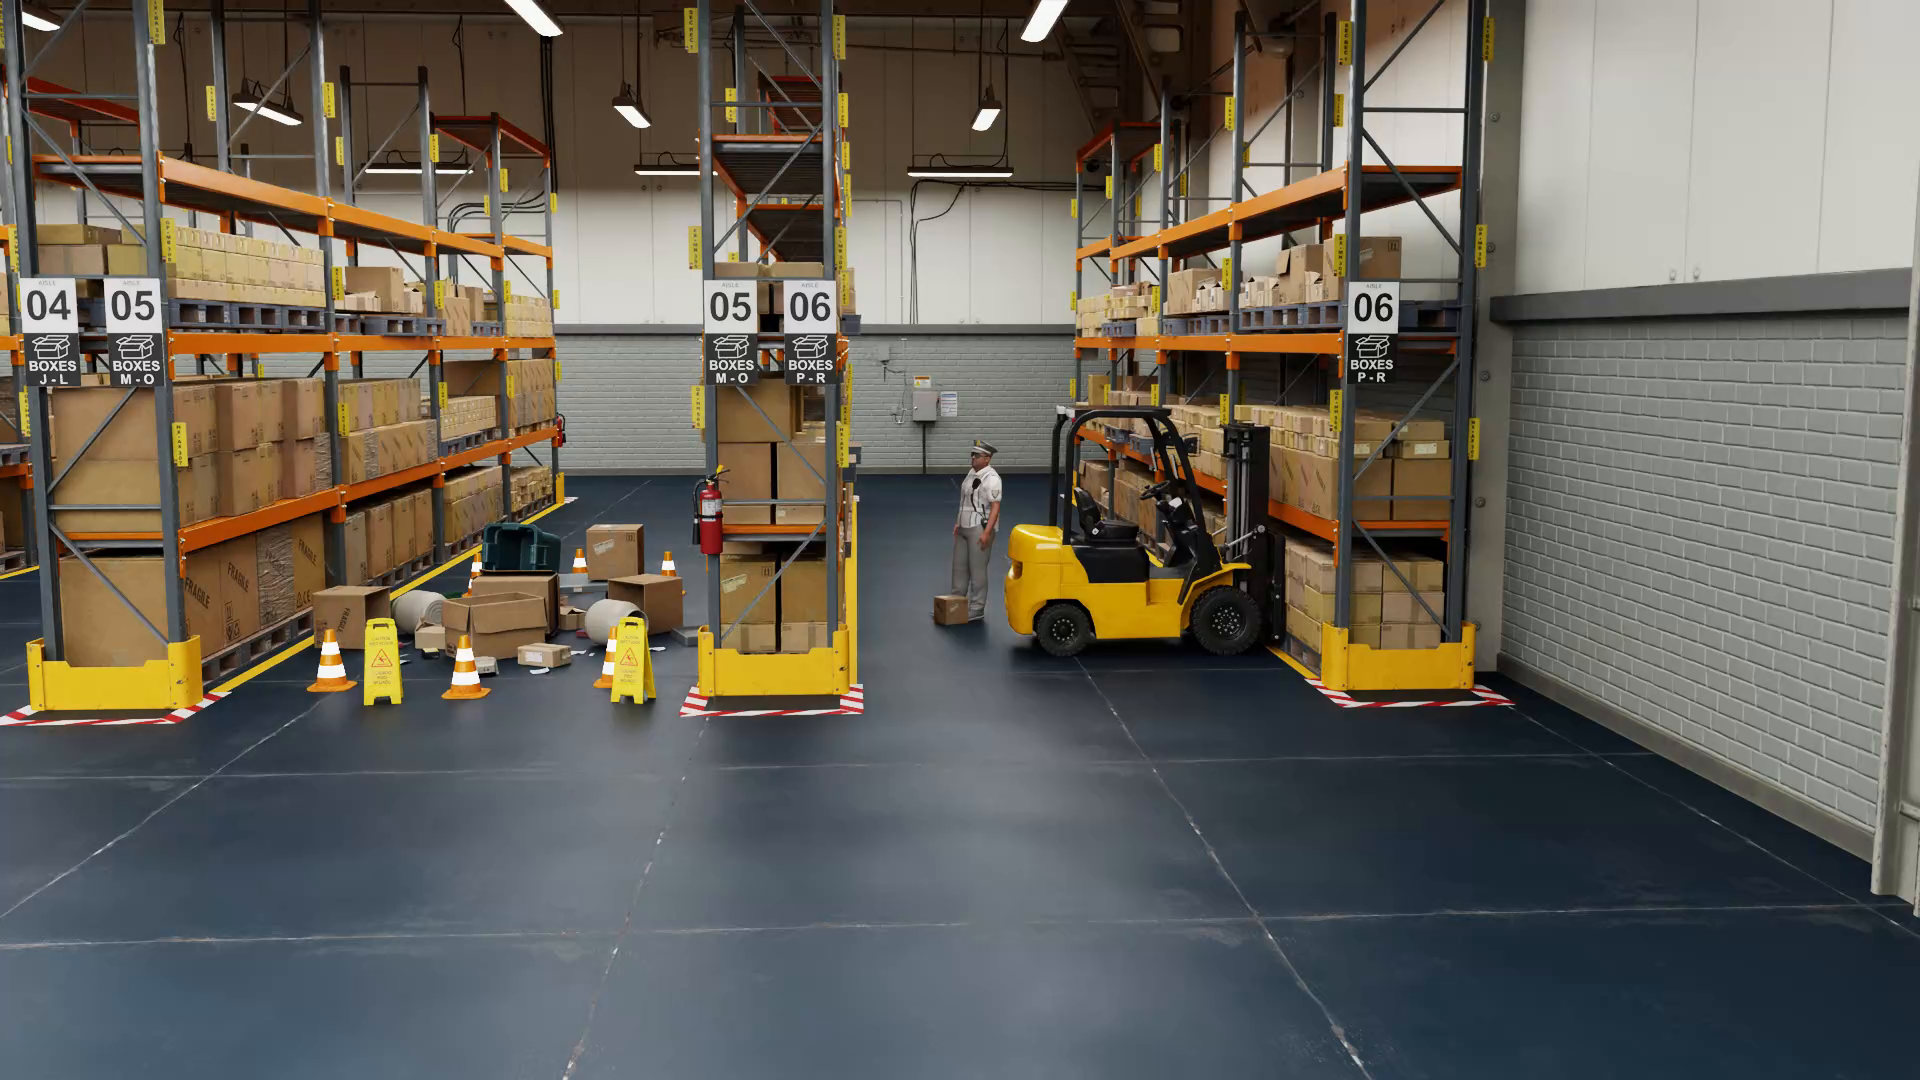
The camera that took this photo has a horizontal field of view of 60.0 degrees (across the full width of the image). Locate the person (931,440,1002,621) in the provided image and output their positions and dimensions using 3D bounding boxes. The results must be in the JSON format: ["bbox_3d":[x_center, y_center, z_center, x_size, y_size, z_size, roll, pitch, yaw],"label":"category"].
[{"bbox_3d":[0.085,-0.100,16.350,0.574,1.780,0.640,-4,8,-28],"label":"person"}]
